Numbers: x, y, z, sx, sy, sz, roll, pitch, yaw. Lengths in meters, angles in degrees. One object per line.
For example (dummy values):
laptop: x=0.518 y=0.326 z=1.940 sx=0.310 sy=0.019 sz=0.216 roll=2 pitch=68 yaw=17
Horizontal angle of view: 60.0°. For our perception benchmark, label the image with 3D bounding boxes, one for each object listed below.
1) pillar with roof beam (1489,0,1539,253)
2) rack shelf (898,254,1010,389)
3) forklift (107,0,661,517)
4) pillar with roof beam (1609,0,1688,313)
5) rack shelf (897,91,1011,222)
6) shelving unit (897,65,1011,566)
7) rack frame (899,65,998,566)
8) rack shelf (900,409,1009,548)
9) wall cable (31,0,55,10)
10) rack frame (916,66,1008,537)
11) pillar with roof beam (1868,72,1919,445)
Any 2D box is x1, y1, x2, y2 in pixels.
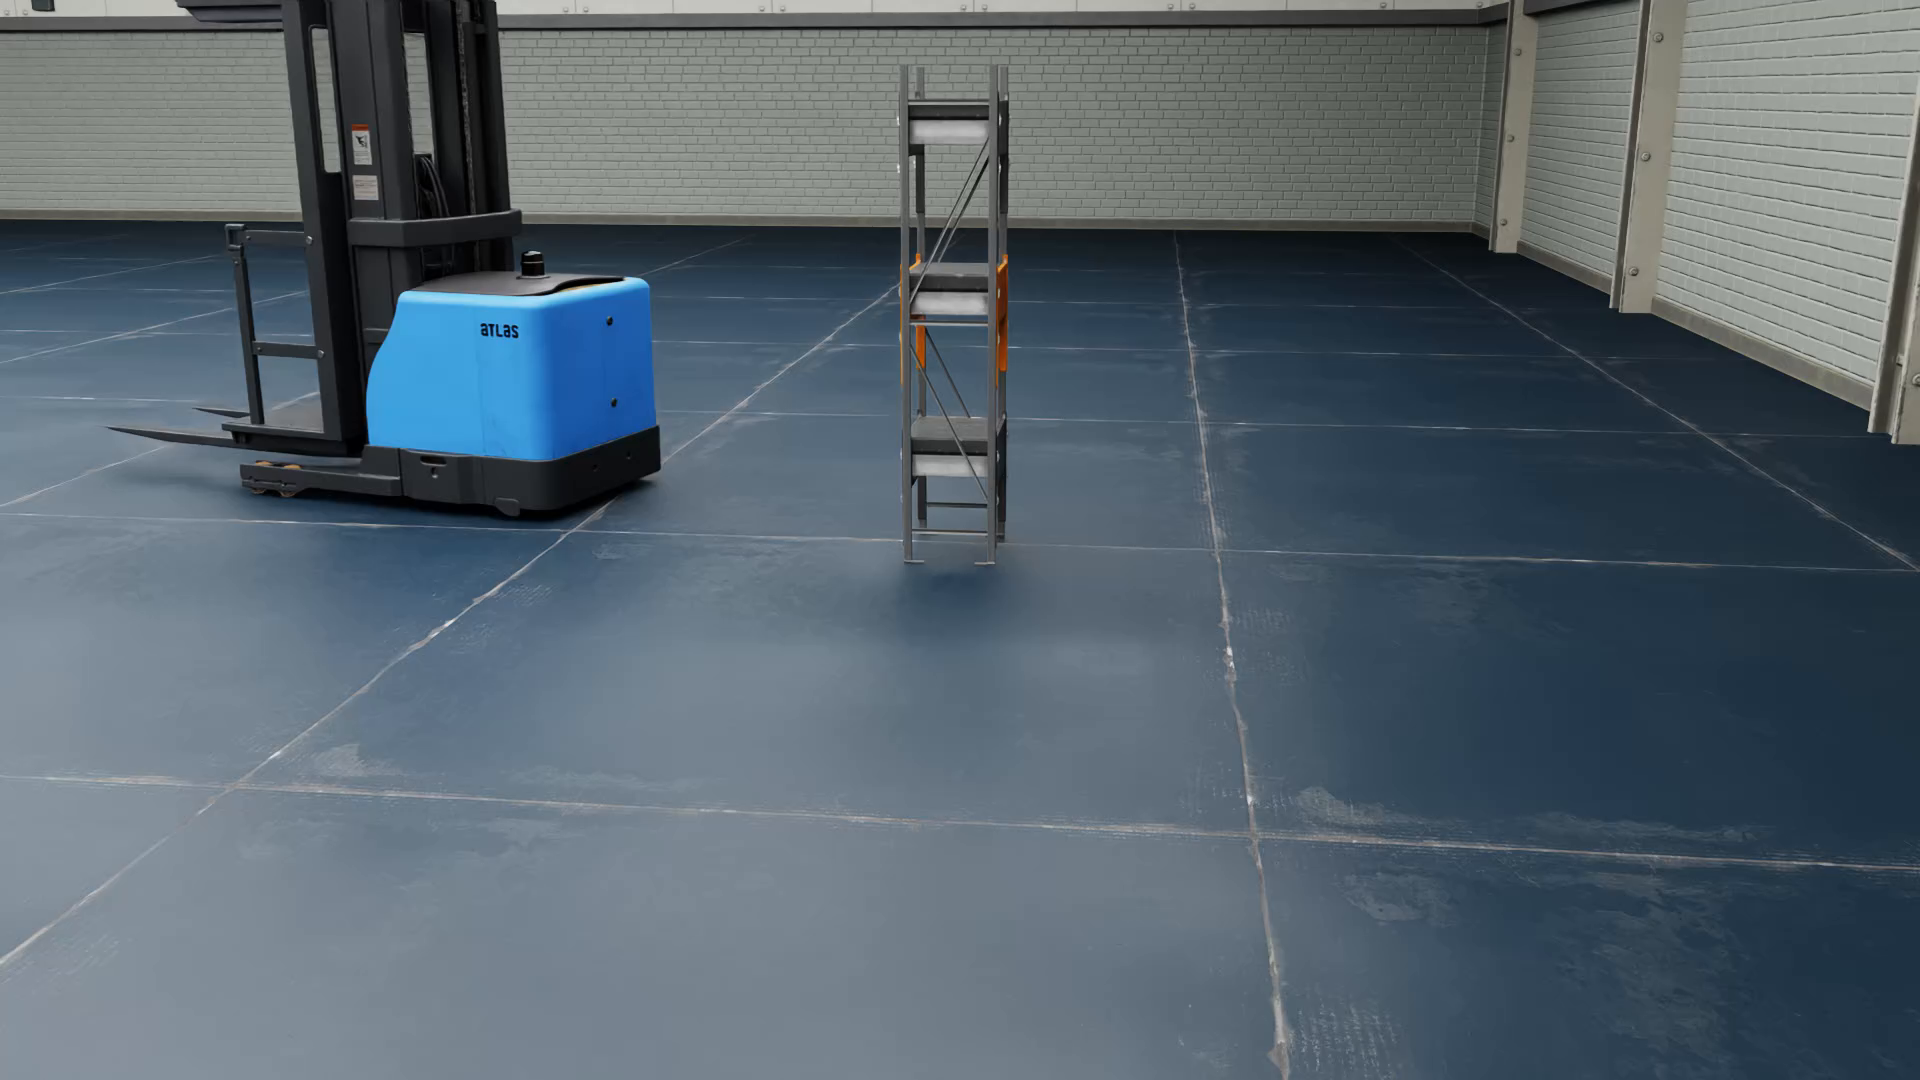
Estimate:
pillar with roof beam: x=2.729 y=-8.192 z=20.720 sx=9.100 sy=9.000 sz=0.400 roll=2 pitch=15 yaw=6
rack shelf: x=-0.019 y=-0.958 z=7.233 sx=0.431 sy=0.518 sz=0.480 roll=2 pitch=15 yaw=6
forklift: x=-3.143 y=-1.752 z=8.525 sx=3.031 sy=2.935 sz=1.130 roll=6 pitch=16 yaw=21
pillar with roof beam: x=2.052 y=-6.636 z=14.965 sx=9.100 sy=9.000 sz=0.400 roll=2 pitch=15 yaw=6
rack shelf: x=-0.019 y=-1.633 z=7.050 sx=0.431 sy=0.518 sz=0.480 roll=2 pitch=15 yaw=6
shelving unit: x=-0.019 y=-0.971 z=7.229 sx=0.431 sy=2.100 sz=0.503 roll=2 pitch=15 yaw=6
rack frame: x=-0.046 y=-0.907 z=6.995 sx=0.400 sy=2.100 sz=0.015 roll=2 pitch=15 yaw=6
rack shelf: x=-0.019 y=-0.282 z=7.415 sx=0.431 sy=0.518 sz=0.480 roll=2 pitch=15 yaw=6
wall cable: x=-13.215 y=-11.077 z=24.871 sx=2.305 sy=6.003 sz=0.169 roll=2 pitch=15 yaw=6
rack frame: x=0.009 y=-1.034 z=7.463 sx=0.400 sy=2.100 sz=0.015 roll=2 pitch=15 yaw=6
pillar with roof beam: x=1.375 y=-5.080 z=9.210 sx=9.100 sy=9.000 sz=0.400 roll=2 pitch=15 yaw=6
